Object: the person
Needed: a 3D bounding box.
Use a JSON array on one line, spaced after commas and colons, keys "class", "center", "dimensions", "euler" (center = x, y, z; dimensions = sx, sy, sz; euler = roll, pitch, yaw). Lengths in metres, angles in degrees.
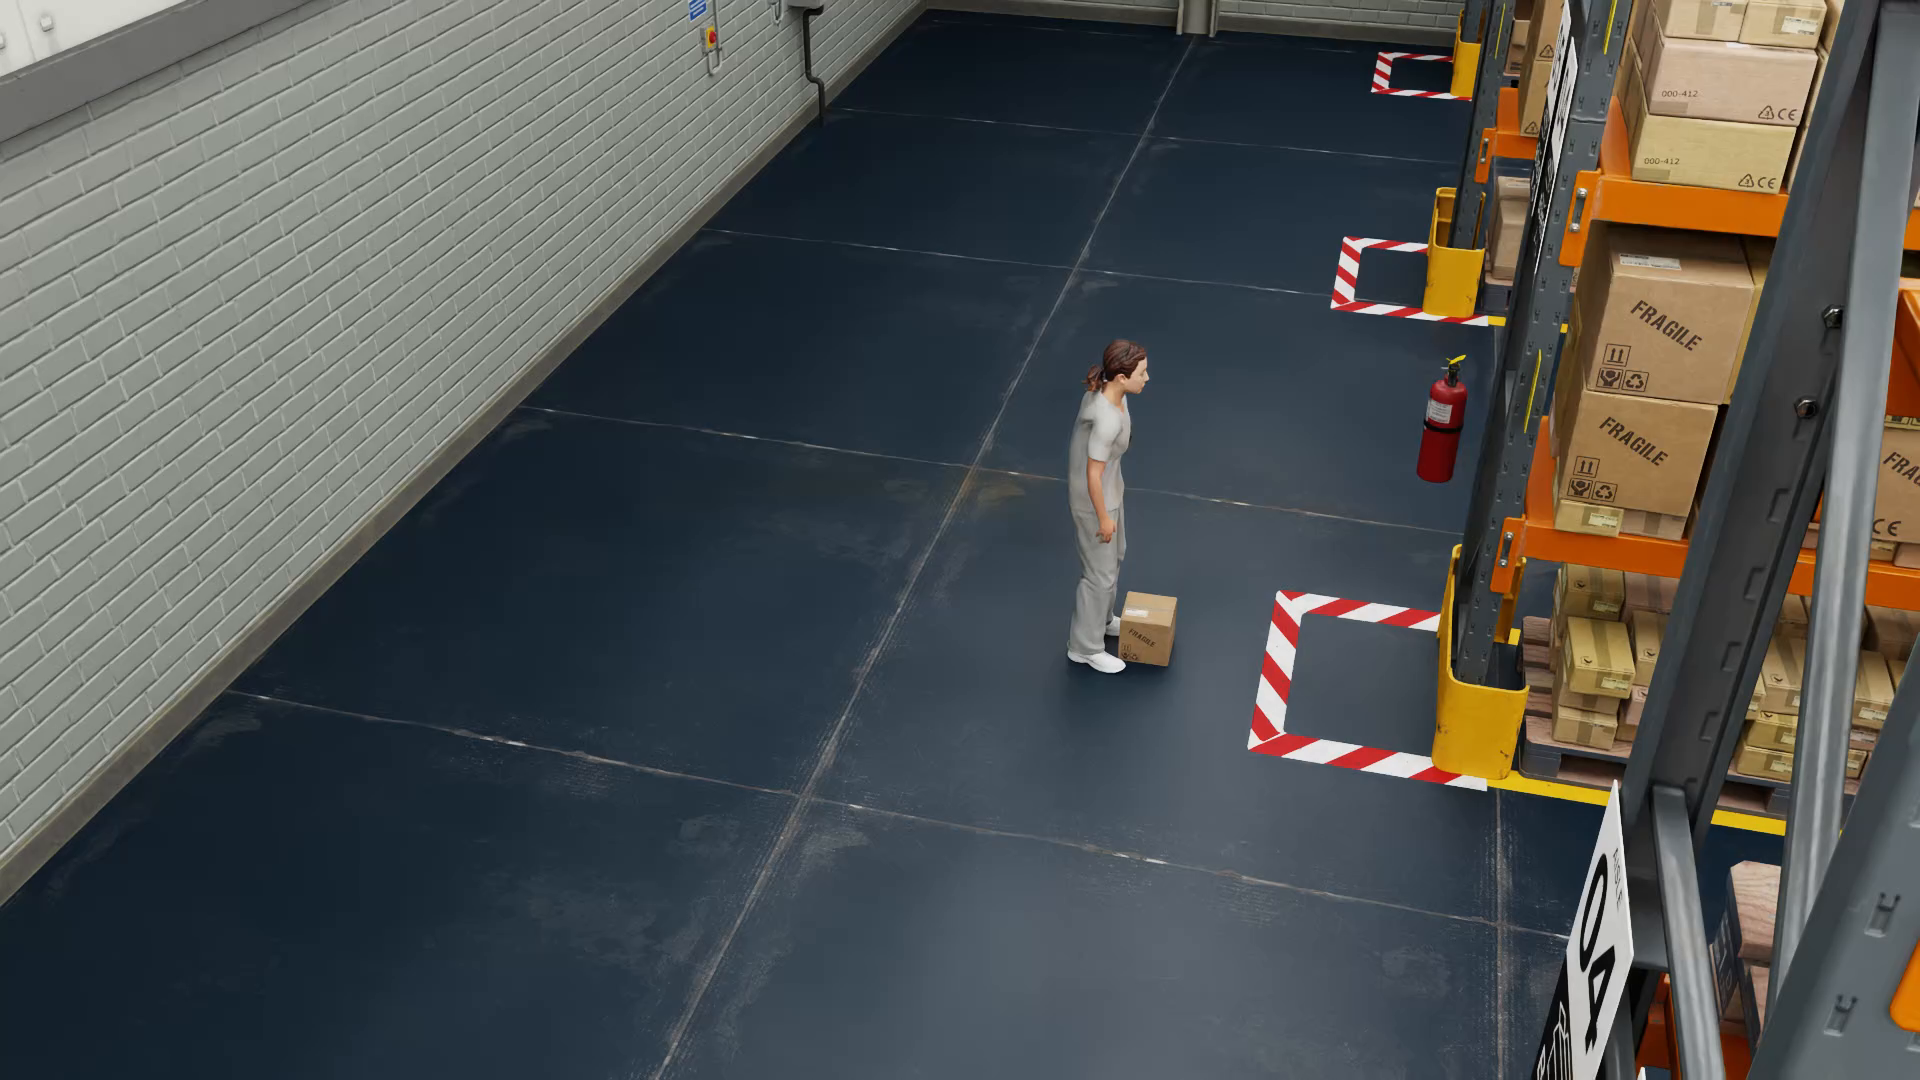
[{"class": "person", "center": [0.691, -0.186, 7.945], "dimensions": [0.361, 1.671, 0.513], "euler": [6, 33, 9]}]
